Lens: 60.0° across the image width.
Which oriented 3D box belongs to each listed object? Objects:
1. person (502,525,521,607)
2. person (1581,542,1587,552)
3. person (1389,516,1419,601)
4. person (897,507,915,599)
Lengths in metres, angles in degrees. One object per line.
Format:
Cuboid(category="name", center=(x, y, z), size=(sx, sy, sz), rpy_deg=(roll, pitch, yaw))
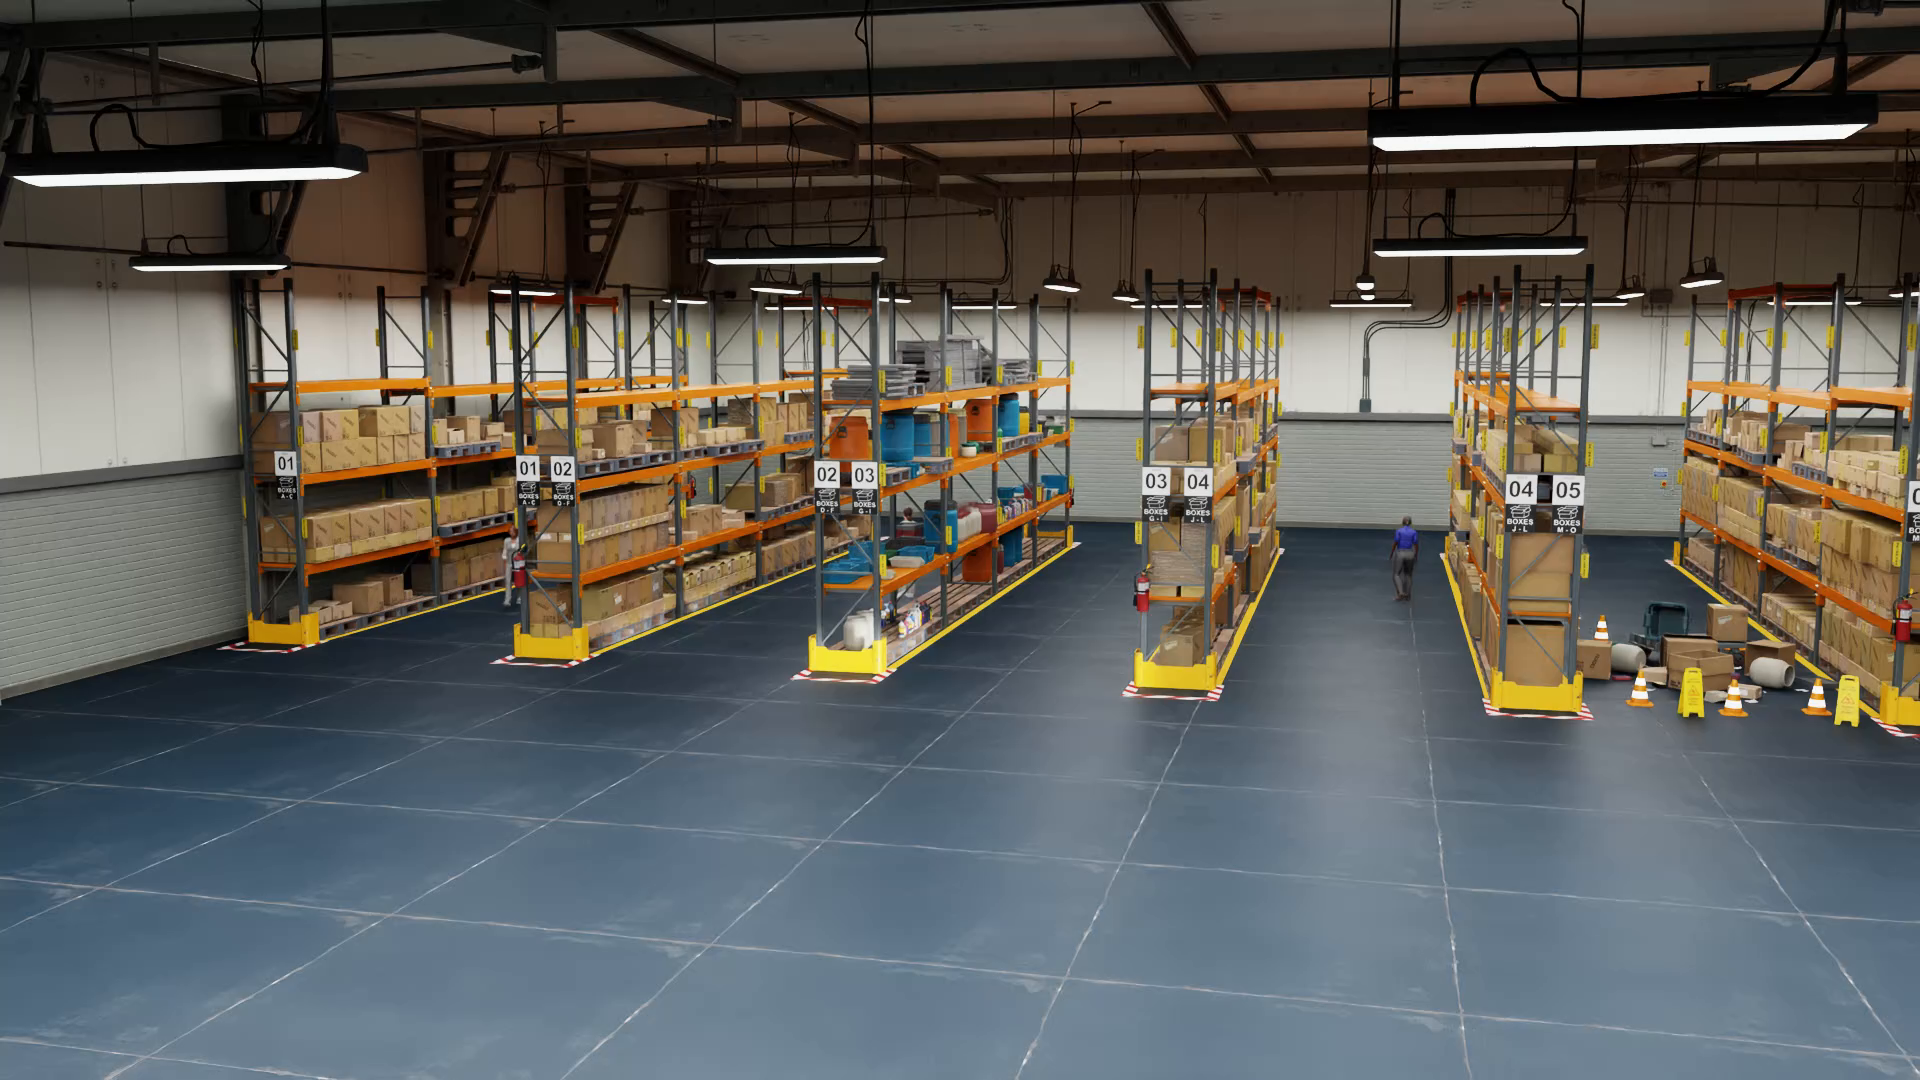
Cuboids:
Cuboid(category="person", center=(-8.350, 0.503, 31.149), size=(0.439, 1.503, 1.016), rpy_deg=(-2, 7, -15))
Cuboid(category="person", center=(14.105, -0.497, 38.727), size=(1.048, 1.728, 0.532), rpy_deg=(1, 7, 8))
Cuboid(category="person", center=(8.599, 0.370, 32.061), size=(0.518, 1.629, 0.567), rpy_deg=(0, 7, -2))
Cuboid(category="person", center=(-0.941, 0.258, 30.445), size=(0.473, 1.722, 0.546), rpy_deg=(-2, 7, -18))
